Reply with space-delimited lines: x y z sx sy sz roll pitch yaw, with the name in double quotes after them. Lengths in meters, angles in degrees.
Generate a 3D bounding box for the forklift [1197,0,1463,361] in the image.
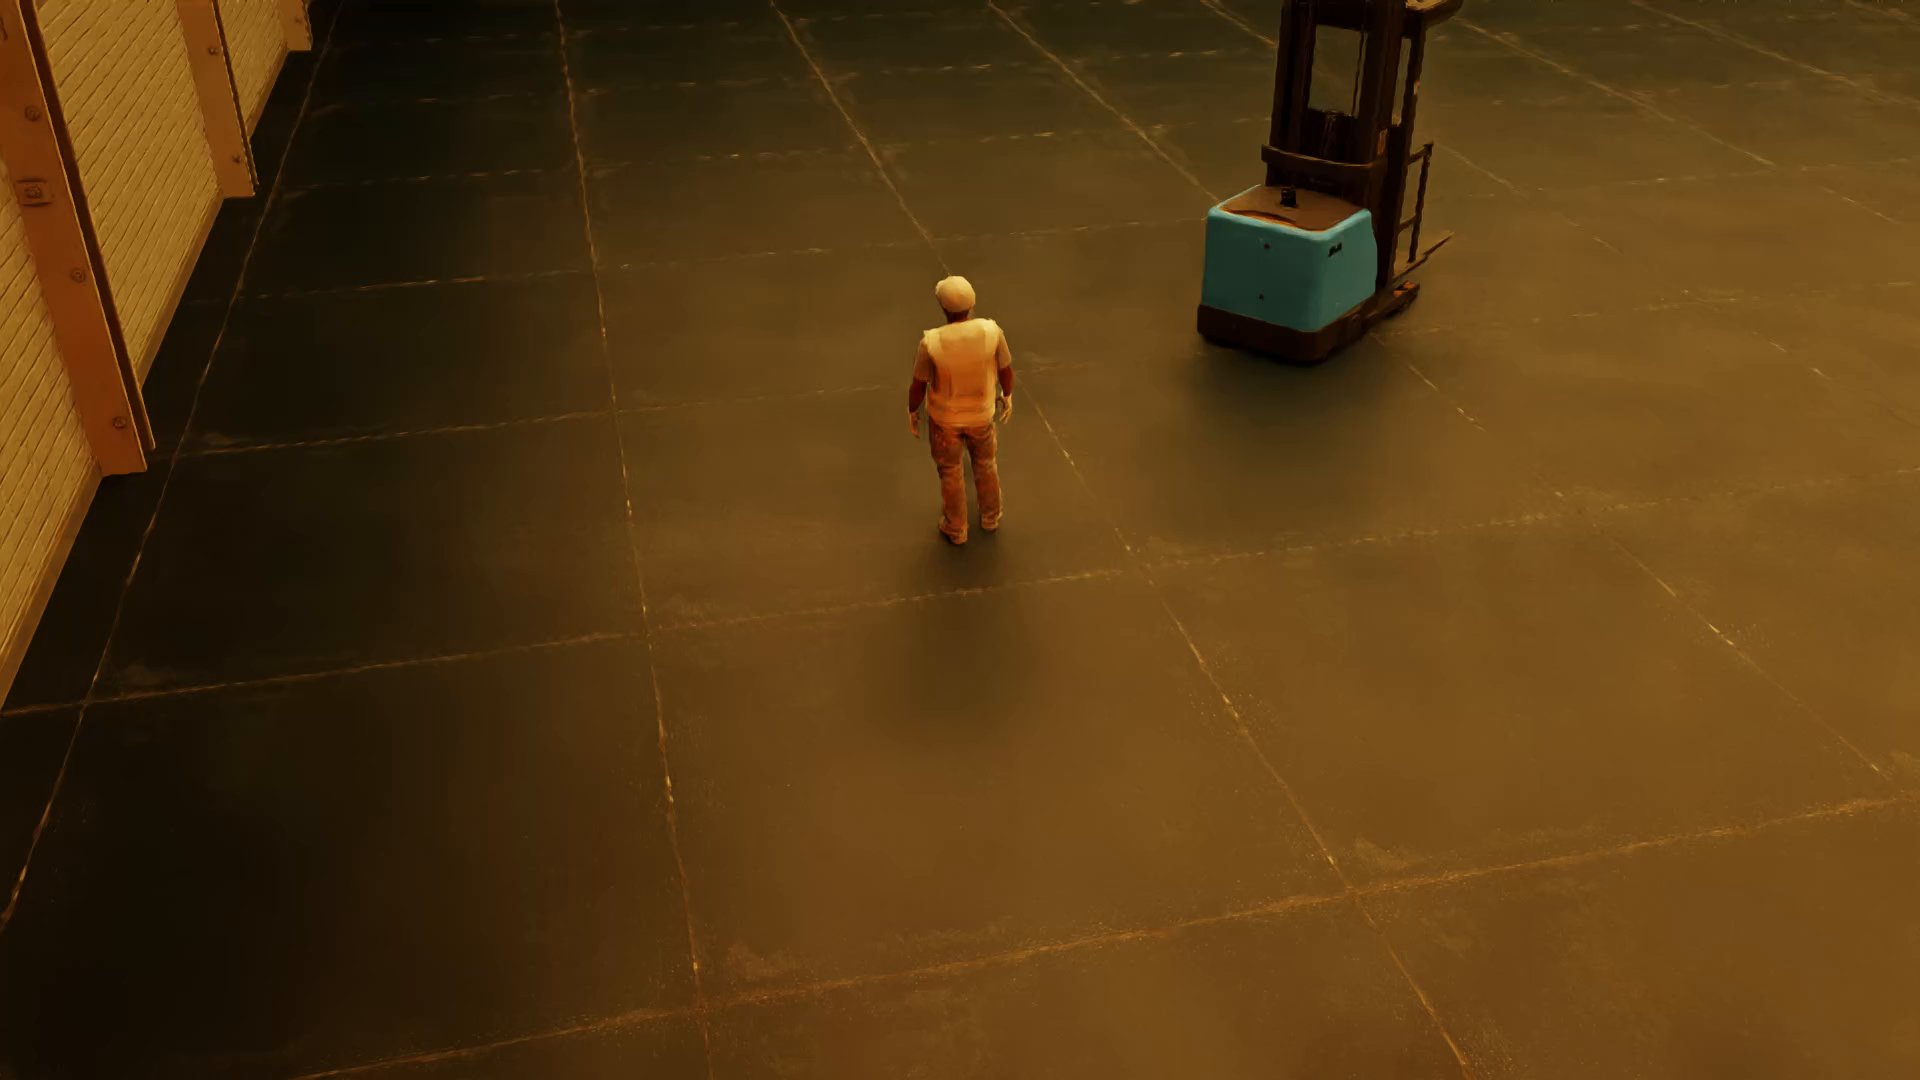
3.187 -3.312 13.295 1.130 2.935 3.031 21 36 32 "forklift"

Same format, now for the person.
-0.009 -0.814 10.112 0.655 1.782 0.576 -7 31 -12 "person"
